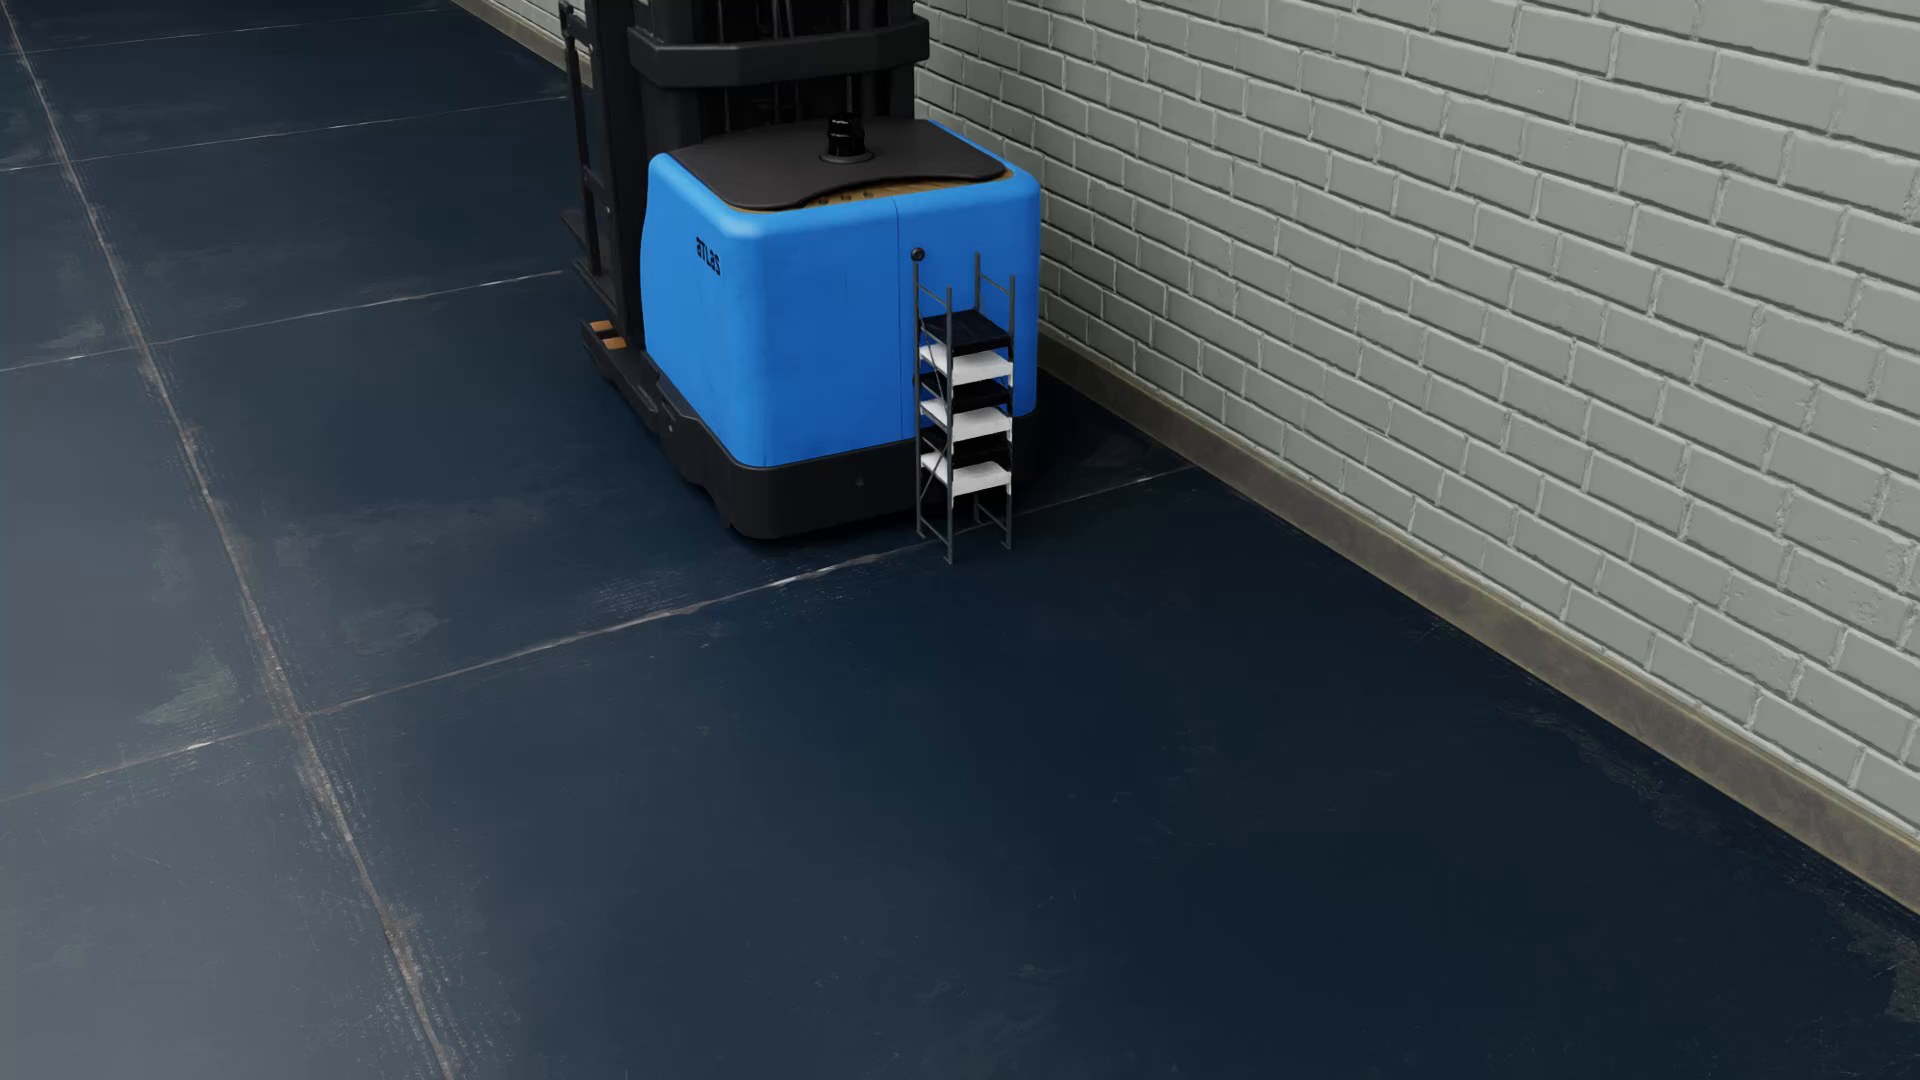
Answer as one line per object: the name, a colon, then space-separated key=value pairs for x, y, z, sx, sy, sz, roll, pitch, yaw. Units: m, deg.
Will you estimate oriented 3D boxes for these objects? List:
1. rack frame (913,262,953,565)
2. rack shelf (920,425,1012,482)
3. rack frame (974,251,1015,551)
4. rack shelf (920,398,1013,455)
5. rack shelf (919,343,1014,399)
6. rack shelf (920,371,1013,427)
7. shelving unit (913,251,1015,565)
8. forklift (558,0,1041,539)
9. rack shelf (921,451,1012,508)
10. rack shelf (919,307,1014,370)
rack frame: x=-0.080 y=-0.368 z=4.986 sx=0.006 sy=0.900 sz=0.240 roll=-14 pitch=32 yaw=-23
rack shelf: x=0.011 y=-0.282 z=5.085 sx=0.200 sy=0.077 sz=0.258 roll=-14 pitch=32 yaw=-23
rack frame: x=0.102 y=-0.413 z=5.066 sx=0.006 sy=0.900 sz=0.240 roll=-14 pitch=32 yaw=-23
rack shelf: x=0.011 y=-0.361 z=5.042 sx=0.200 sy=0.077 sz=0.258 roll=-14 pitch=32 yaw=-23
rack shelf: x=0.011 y=-0.519 z=4.955 sx=0.200 sy=0.077 sz=0.258 roll=-14 pitch=32 yaw=-23
rack shelf: x=0.011 y=-0.440 z=4.998 sx=0.200 sy=0.077 sz=0.258 roll=-14 pitch=32 yaw=-23
shelving unit: x=0.011 y=-0.390 z=5.026 sx=0.210 sy=0.900 sz=0.258 roll=-14 pitch=32 yaw=-23
forklift: x=-0.830 y=-1.974 z=5.793 sx=1.130 sy=2.935 sz=3.031 roll=-13 pitch=31 yaw=-22
rack shelf: x=0.011 y=-0.203 z=5.129 sx=0.200 sy=0.077 sz=0.258 roll=-14 pitch=32 yaw=-23
rack shelf: x=0.011 y=-0.598 z=4.912 sx=0.200 sy=0.077 sz=0.258 roll=-14 pitch=32 yaw=-23
